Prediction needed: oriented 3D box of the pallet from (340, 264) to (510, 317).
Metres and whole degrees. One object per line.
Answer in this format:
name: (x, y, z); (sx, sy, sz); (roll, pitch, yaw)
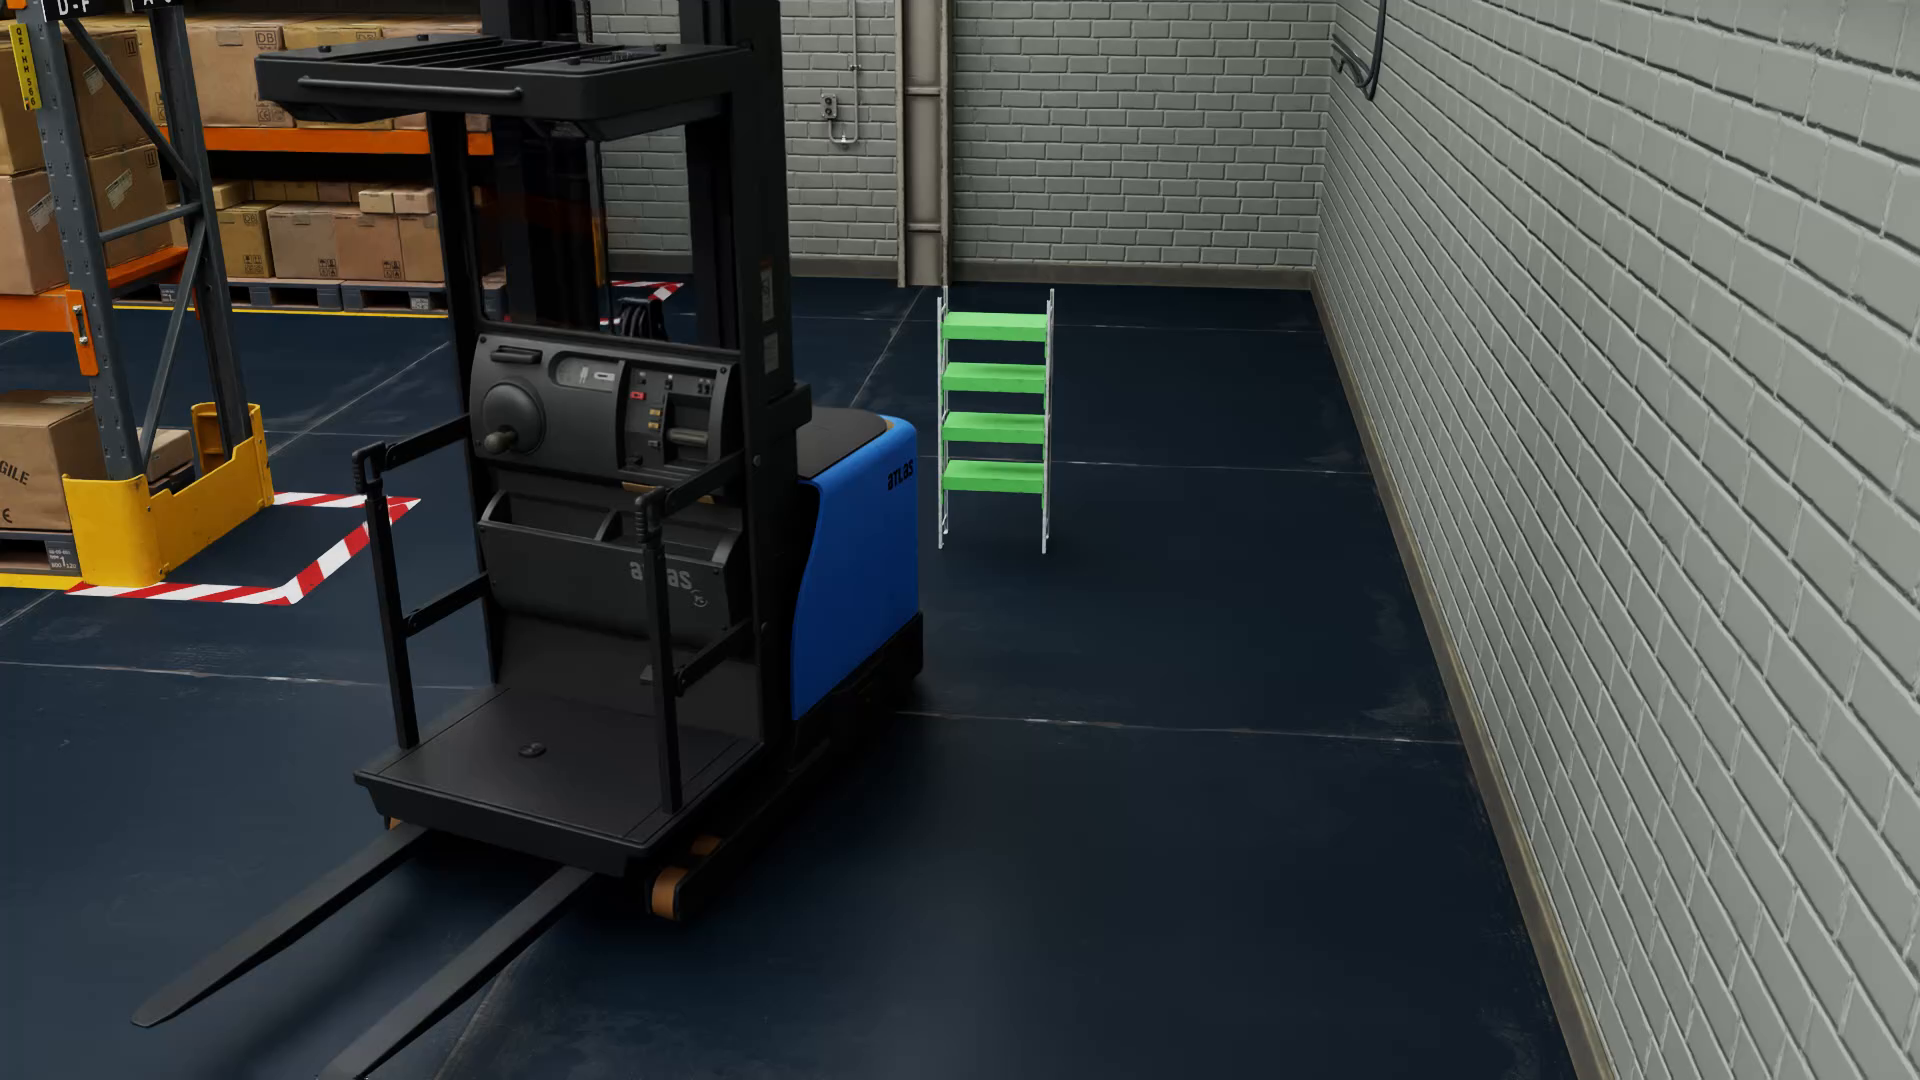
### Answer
pallet: (-3.854, -1.915, 12.496); (1.213, 0.211, 1.003); (2, 22, 6)

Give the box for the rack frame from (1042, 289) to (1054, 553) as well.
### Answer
rack frame: (0.407, -0.540, 7.674); (0.015, 1.200, 0.240); (2, 22, 6)

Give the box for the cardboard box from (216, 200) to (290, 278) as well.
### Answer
cardboard box: (-5.284, -2.296, 12.495); (0.500, 0.500, 0.700); (3, 22, 8)

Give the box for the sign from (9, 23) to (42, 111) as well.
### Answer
sign: (-3.715, -1.880, 6.611); (0.005, 0.325, 0.100); (2, 22, 6)

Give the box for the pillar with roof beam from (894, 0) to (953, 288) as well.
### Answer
pillar with roof beam: (-0.774, -4.622, 7.392); (0.400, 9.000, 9.100); (2, 22, 6)

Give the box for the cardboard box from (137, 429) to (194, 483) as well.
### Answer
cardboard box: (-4.005, -0.419, 8.199); (0.250, 0.149, 0.380); (2, 22, 6)

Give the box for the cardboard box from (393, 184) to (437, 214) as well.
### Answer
cardboard box: (-3.906, -2.473, 12.061); (0.250, 0.149, 0.380); (2, 22, 6)

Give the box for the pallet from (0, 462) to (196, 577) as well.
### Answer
pallet: (-4.497, -0.137, 8.000); (1.213, 0.211, 1.003); (2, 22, 6)

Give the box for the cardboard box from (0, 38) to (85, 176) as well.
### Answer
cardboard box: (-4.104, -1.827, 6.985); (0.500, 0.500, 0.500); (2, 22, 6)

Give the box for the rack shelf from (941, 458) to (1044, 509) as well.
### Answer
rack shelf: (0.164, -0.268, 7.813); (0.480, 0.148, 0.258); (2, 22, 6)

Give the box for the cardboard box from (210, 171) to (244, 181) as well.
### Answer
cardboard box: (-5.628, -2.689, 12.607); (0.250, 0.149, 0.380); (2, 22, 5)

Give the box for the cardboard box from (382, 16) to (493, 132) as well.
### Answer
cardboard box: (-3.558, -3.363, 11.959); (0.700, 0.700, 0.980); (3, 22, 9)

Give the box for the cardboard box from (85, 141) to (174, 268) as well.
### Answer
cardboard box: (-4.039, -1.559, 7.666); (0.500, 0.500, 0.500); (3, 22, 7)

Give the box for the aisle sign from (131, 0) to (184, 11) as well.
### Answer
aisle sign: (-3.527, -2.710, 7.178); (0.004, 0.787, 0.394); (2, 22, 6)

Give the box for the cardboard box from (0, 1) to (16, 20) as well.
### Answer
cardboard box: (-7.449, -4.036, 12.482); (0.500, 0.250, 0.500); (3, 22, 8)

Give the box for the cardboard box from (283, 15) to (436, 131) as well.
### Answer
cardboard box: (-4.282, -3.391, 12.028); (0.700, 0.700, 0.980); (2, 22, 6)

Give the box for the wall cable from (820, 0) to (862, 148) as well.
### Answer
wall cable: (-1.668, -3.968, 12.514); (1.851, 1.984, 0.084); (2, 22, 6)

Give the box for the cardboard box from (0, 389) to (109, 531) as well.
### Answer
cardboard box: (-4.199, -0.372, 7.603); (0.500, 0.500, 0.500); (2, 22, 6)

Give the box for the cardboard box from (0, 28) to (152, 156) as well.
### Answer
cardboard box: (-4.039, -2.024, 7.482); (0.500, 0.500, 0.500); (3, 22, 8)

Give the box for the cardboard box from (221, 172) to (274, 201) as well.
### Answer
cardboard box: (-5.377, -2.677, 12.579); (0.250, 0.149, 0.380); (3, 22, 7)

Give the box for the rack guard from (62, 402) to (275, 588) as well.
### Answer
rack guard: (-3.705, -0.237, 7.860); (0.348, 0.500, 1.175); (2, 22, 6)

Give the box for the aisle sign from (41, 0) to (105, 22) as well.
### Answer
aisle sign: (-3.598, -2.491, 6.624); (0.004, 0.787, 0.394); (2, 22, 6)

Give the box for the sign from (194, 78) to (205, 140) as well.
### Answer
sign: (-3.566, -1.997, 7.734); (0.005, 0.325, 0.100); (2, 22, 6)

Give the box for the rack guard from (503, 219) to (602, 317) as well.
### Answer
rack guard: (-3.027, -2.042, 12.425); (0.348, 0.500, 1.175); (2, 22, 6)

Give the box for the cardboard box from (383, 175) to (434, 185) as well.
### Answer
cardboard box: (-4.113, -2.623, 12.441); (0.250, 0.149, 0.380); (3, 22, 6)

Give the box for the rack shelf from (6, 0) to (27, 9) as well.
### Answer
rack shelf: (-5.616, -2.544, 7.192); (4.000, 0.370, 1.077); (2, 22, 6)

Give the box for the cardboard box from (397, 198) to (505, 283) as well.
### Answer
cardboard box: (-3.757, -2.232, 12.334); (0.500, 0.500, 0.700); (2, 22, 6)

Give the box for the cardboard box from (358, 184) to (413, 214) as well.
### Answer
cardboard box: (-4.160, -2.483, 12.088); (0.250, 0.149, 0.380); (3, 22, 8)

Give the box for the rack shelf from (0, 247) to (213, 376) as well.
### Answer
rack shelf: (-5.616, -1.149, 7.744); (4.000, 0.370, 1.077); (2, 22, 6)

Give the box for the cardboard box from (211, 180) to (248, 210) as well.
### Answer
cardboard box: (-5.455, -2.539, 12.229); (0.250, 0.149, 0.380); (2, 22, 5)

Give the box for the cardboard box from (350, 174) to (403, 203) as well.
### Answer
cardboard box: (-4.361, -2.634, 12.469); (0.250, 0.149, 0.380); (3, 22, 7)

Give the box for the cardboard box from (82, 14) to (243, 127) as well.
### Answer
cardboard box: (-5.762, -3.455, 12.191); (0.700, 0.700, 0.980); (2, 22, 5)

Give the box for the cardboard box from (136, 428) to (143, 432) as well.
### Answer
cardboard box: (-4.253, -0.438, 8.223); (0.250, 0.166, 0.380); (2, 22, 6)

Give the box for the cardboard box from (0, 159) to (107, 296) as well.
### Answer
cardboard box: (-4.107, -1.363, 7.172); (0.500, 0.500, 0.500); (3, 22, 8)

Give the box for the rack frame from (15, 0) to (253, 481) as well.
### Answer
rack frame: (-3.630, -1.397, 7.393); (0.127, 3.000, 1.000); (2, 22, 6)

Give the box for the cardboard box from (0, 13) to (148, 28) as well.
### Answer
cardboard box: (-6.486, -3.488, 12.276); (0.700, 0.700, 0.980); (3, 22, 7)

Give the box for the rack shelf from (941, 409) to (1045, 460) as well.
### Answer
rack shelf: (0.164, -0.491, 7.725); (0.480, 0.148, 0.258); (2, 22, 6)

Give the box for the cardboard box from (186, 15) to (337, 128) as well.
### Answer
cardboard box: (-5.038, -3.427, 12.120); (0.700, 0.700, 0.980); (1, 22, 4)

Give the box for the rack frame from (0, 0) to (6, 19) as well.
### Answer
rack frame: (-7.023, -3.378, 12.405); (0.127, 3.000, 1.000); (2, 22, 6)

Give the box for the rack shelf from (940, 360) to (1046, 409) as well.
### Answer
rack shelf: (0.164, -0.715, 7.636); (0.480, 0.148, 0.258); (2, 22, 6)

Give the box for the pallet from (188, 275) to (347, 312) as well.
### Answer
pallet: (-5.062, -1.968, 12.631); (1.213, 0.211, 1.003); (2, 22, 6)

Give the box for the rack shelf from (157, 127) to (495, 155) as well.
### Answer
rack shelf: (-5.037, -2.957, 12.319); (4.000, 0.370, 1.077); (2, 22, 6)

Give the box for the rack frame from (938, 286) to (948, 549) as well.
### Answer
rack frame: (-0.078, -0.561, 7.728); (0.015, 1.200, 0.240); (2, 22, 6)

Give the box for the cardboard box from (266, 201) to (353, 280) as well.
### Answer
cardboard box: (-4.754, -2.275, 12.443); (0.500, 0.500, 0.700); (2, 22, 5)

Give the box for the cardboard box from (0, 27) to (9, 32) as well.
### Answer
cardboard box: (-4.559, -2.043, 7.533); (0.500, 0.500, 0.500); (3, 22, 7)

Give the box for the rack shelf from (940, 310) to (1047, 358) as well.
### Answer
rack shelf: (0.164, -0.938, 7.548); (0.480, 0.148, 0.258); (2, 22, 6)

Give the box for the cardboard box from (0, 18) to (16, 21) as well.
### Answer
cardboard box: (-7.450, -3.684, 12.612); (0.500, 0.500, 0.500); (2, 22, 4)

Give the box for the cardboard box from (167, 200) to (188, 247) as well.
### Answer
cardboard box: (-5.794, -2.319, 12.553); (0.500, 0.500, 0.700); (2, 22, 6)

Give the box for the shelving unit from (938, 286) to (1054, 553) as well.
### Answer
shelving unit: (0.164, -0.551, 7.701); (0.503, 1.200, 0.258); (2, 22, 6)

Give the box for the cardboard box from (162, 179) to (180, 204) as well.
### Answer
cardboard box: (-5.974, -2.562, 12.286); (0.250, 0.149, 0.380); (3, 22, 8)

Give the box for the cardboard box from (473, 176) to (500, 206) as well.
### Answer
cardboard box: (-3.610, -2.601, 12.386); (0.250, 0.149, 0.380); (3, 22, 7)

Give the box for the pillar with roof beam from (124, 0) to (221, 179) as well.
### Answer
pillar with roof beam: (-6.732, -4.882, 8.049); (0.400, 9.000, 9.100); (2, 22, 6)

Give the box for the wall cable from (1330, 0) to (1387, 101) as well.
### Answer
wall cable: (2.524, -4.176, 10.487); (0.112, 2.526, 3.097); (2, 22, 6)

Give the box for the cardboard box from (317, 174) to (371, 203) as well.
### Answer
cardboard box: (-4.614, -2.645, 12.496); (0.250, 0.149, 0.380); (3, 22, 7)

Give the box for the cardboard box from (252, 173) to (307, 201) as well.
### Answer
cardboard box: (-5.120, -2.667, 12.551); (0.250, 0.149, 0.380); (2, 22, 5)

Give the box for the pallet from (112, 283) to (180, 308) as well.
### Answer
pallet: (-6.277, -2.020, 12.763); (1.213, 0.211, 1.003); (2, 22, 6)

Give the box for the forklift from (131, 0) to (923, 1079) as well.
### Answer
forklift: (-1.200, -0.390, 4.940); (1.130, 2.935, 3.031); (9, 23, 22)

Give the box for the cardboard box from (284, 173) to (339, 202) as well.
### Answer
cardboard box: (-4.869, -2.655, 12.523); (0.250, 0.149, 0.380); (3, 22, 7)

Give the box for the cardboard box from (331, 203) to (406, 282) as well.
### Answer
cardboard box: (-4.254, -2.254, 12.389); (0.500, 0.500, 0.700); (2, 22, 6)
